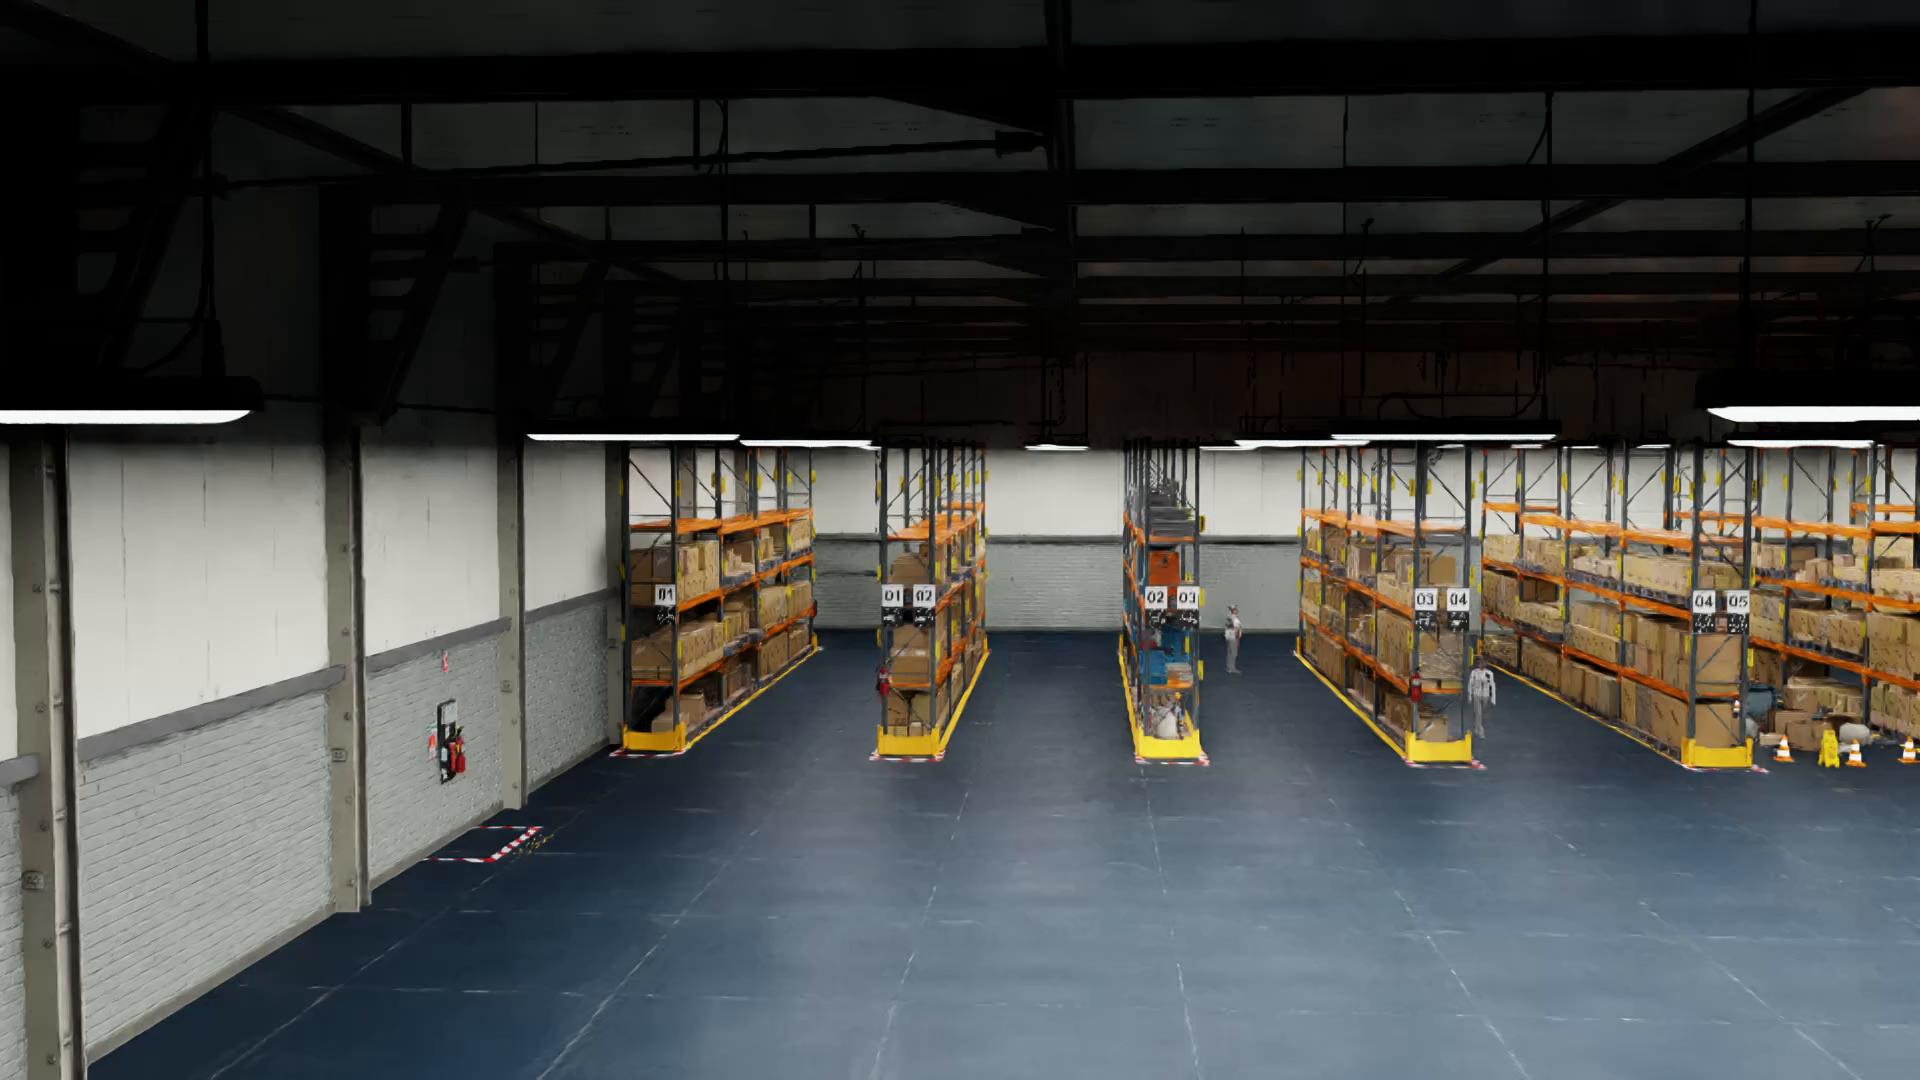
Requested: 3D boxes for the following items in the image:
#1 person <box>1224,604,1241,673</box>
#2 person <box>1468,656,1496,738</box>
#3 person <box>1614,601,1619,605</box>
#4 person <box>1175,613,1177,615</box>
[{"bbox_3d":[7.064,2.527,42.963,0.430,1.766,0.648,-1,3,-16],"label":"person"},{"bbox_3d":[10.465,3.115,33.317,0.500,1.619,0.989,0,3,3],"label":"person"},{"bbox_3d":[17.165,2.485,43.608,0.642,1.773,0.690,1,3,25],"label":"person"},{"bbox_3d":[6.443,2.339,48.710,0.411,1.533,0.957,0,3,-4],"label":"person"}]
